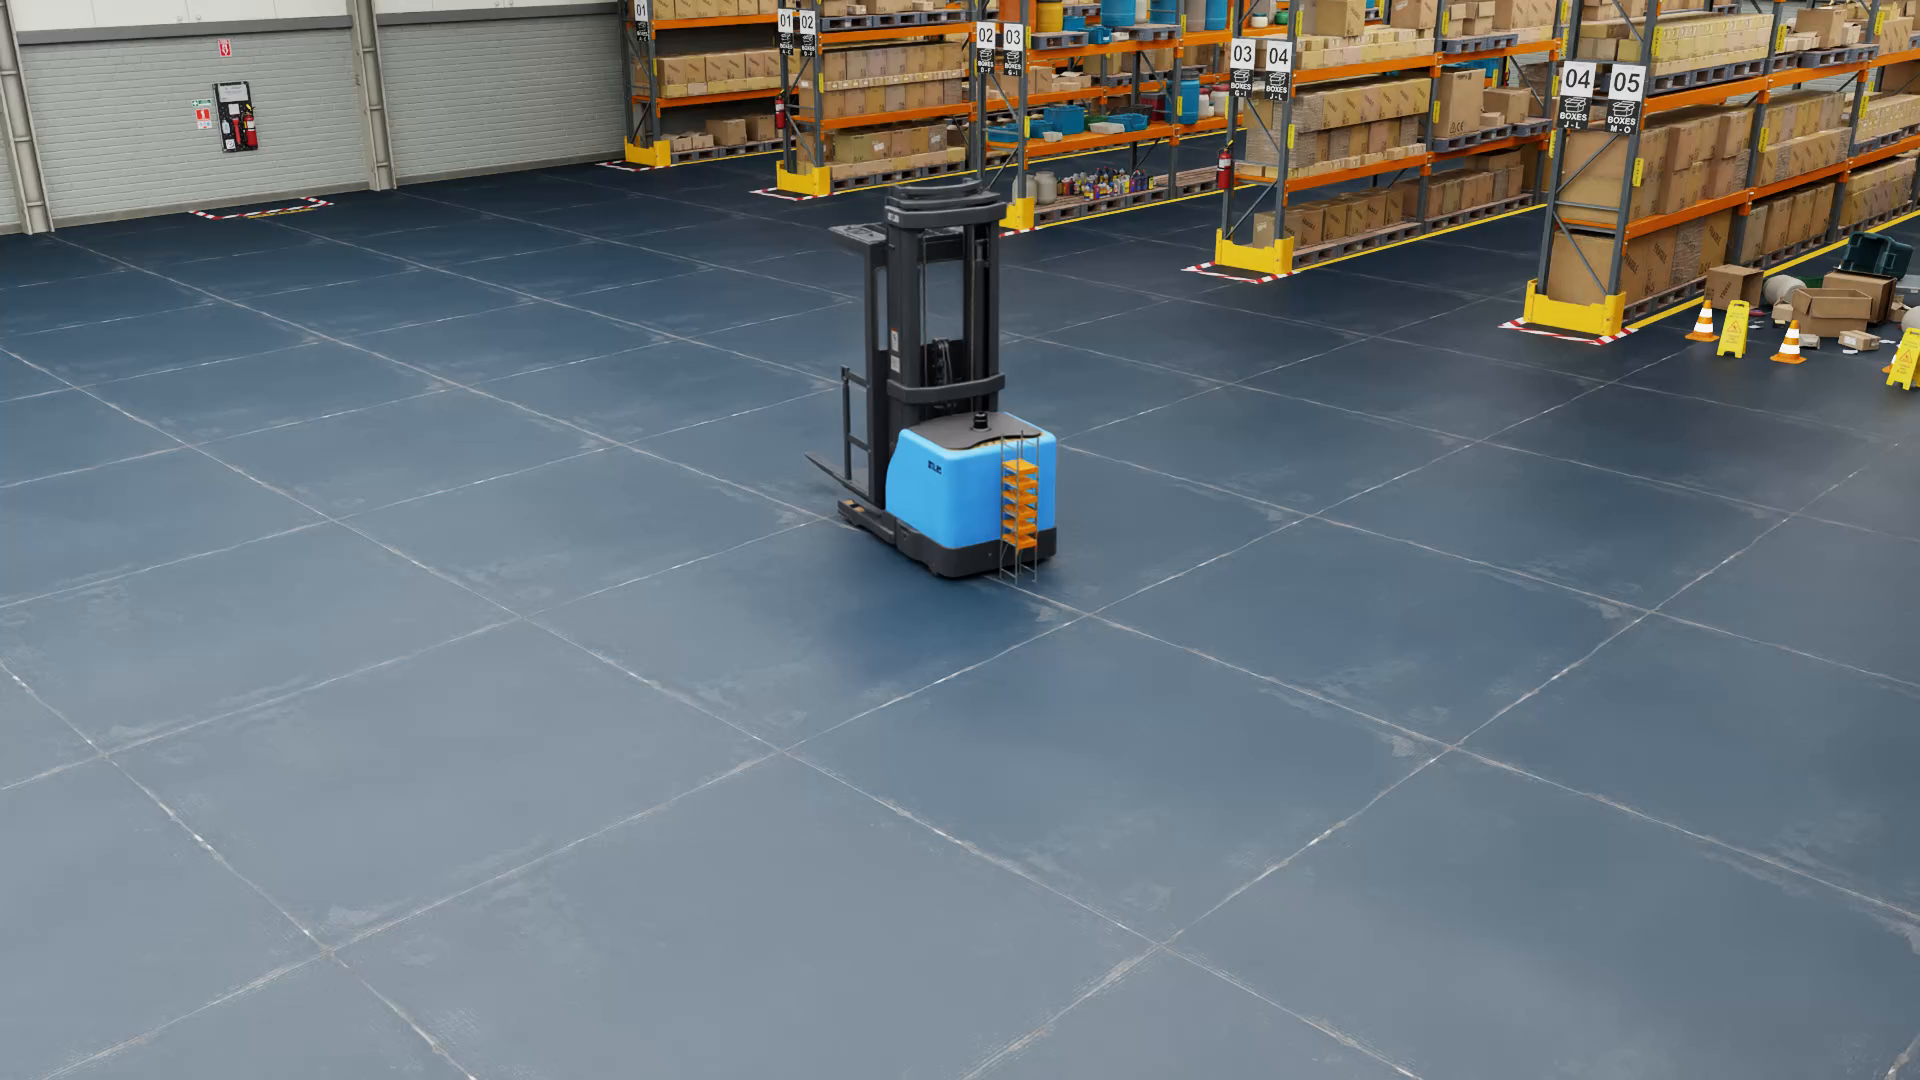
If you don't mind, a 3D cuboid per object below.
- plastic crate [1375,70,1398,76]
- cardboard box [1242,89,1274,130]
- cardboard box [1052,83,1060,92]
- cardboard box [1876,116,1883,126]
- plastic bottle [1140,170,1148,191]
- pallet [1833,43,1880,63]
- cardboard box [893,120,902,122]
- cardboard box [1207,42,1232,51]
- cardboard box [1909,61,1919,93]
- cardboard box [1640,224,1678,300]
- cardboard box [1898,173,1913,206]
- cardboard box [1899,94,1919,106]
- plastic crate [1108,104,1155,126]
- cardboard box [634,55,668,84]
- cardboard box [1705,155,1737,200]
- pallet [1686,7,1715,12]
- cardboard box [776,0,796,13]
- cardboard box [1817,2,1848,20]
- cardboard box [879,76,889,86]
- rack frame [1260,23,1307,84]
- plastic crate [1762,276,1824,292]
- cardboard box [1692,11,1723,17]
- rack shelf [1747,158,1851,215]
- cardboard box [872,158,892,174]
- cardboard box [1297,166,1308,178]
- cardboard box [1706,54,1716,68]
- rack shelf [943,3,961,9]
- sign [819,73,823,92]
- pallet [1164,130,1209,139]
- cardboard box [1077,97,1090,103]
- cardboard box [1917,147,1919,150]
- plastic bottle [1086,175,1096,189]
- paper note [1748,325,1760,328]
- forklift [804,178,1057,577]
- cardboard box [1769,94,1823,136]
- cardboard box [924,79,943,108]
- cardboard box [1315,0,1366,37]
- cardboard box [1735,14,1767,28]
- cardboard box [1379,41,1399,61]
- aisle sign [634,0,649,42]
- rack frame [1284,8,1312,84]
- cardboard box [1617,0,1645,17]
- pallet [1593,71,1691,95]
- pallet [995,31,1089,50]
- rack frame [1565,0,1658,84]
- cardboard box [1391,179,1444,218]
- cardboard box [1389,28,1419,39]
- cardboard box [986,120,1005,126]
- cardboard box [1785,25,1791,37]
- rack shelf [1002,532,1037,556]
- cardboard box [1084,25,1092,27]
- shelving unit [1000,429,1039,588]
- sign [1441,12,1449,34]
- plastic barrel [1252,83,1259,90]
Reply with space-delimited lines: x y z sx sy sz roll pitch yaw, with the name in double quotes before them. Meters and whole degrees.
"plastic crate" 9.130 -9.914 35.487 0.392 0.384 0.575 19 28 41
"cardboard box" 4.433 -6.219 23.988 0.500 0.500 0.500 19 28 41
"cardboard box" 1.863 -9.441 34.669 0.250 0.149 0.380 -18 27 -38
"cardboard box" 14.493 -6.713 26.571 0.380 0.149 0.250 19 28 41
"plastic bottle" 3.225 -6.363 29.389 0.144 0.351 0.185 18 28 39
"pallet" 12.879 -7.286 24.794 1.003 0.211 1.213 -19 28 -40
"cardboard box" -1.747 -9.876 38.322 0.700 0.500 0.500 19 28 41
"cardboard box" 6.033 -11.493 38.123 0.500 0.500 0.500 -19 28 -41
"cardboard box" 16.570 -7.888 28.331 0.500 0.500 0.500 -19 28 -41
"cardboard box" 8.748 -3.718 21.805 0.875 0.875 0.875 19 28 40
"cardboard box" 15.745 -5.957 28.153 0.500 0.500 0.500 19 28 40
"cardboard box" 15.941 -7.385 27.906 0.250 0.149 0.380 -19 28 -40
"plastic crate" 3.012 -7.500 29.355 0.767 0.338 0.504 19 28 41
"cardboard box" -6.244 -9.547 33.729 0.500 0.500 0.500 19 28 40
"cardboard box" 9.884 -4.950 22.424 0.875 0.550 0.550 19 28 41
"pallet" 14.027 -10.327 32.566 1.003 0.211 1.213 19 28 41
"cardboard box" -3.807 -11.375 35.002 0.500 0.500 0.500 -19 28 -41
"cardboard box" 13.387 -8.126 25.510 0.396 0.266 0.258 19 28 41
"cardboard box" -1.544 -8.572 31.014 0.380 0.149 0.250 19 28 40
"rack frame" 6.259 -8.660 32.286 1.000 3.000 0.127 19 28 41
"plastic crate" 11.318 -3.466 22.613 0.662 0.188 0.450 -6 12 -15
"cardboard box" 10.003 -7.014 22.337 0.380 0.149 0.250 20 28 41
"rack shelf" 11.895 -5.303 24.555 1.077 0.370 4.000 19 28 41
"cardboard box" -1.640 -7.097 31.466 0.500 0.250 0.500 19 28 41
"cardboard box" 4.784 -5.320 23.946 0.380 0.149 0.250 19 28 41
"cardboard box" 9.236 -6.020 20.862 0.380 0.149 0.250 20 28 41
"rack shelf" 0.556 -12.718 39.665 1.077 0.370 4.000 19 28 41
"sign" -2.475 -8.145 29.629 0.100 0.325 0.005 19 28 41
"pallet" 4.962 -9.408 38.121 1.003 0.211 1.213 19 28 41
"cardboard box" 2.899 -11.492 42.552 0.700 0.500 0.500 19 28 40
"cardboard box" 18.262 -7.303 31.314 0.380 0.149 0.250 18 27 38
"plastic bottle" 2.303 -6.274 29.261 0.152 0.276 0.135 19 28 41
"paper note" 9.991 -2.677 20.861 0.142 0.017 0.144 -10 23 -24
"forklift" -0.398 -1.560 13.910 1.130 2.935 3.031 -12 24 -28
"cardboard box" 12.262 -6.290 24.589 0.700 0.500 0.500 19 28 40
"cardboard box" -0.747 -8.666 32.163 0.700 0.500 0.500 19 28 40
"cardboard box" 5.456 -7.497 23.828 0.500 0.500 0.500 19 28 40
"cardboard box" 10.297 -6.784 21.738 0.380 0.149 0.250 19 28 40
"cardboard box" 6.162 -7.276 24.713 0.500 0.250 0.500 19 28 40
"aisle sign" -6.256 -10.203 32.677 0.394 0.787 0.004 19 28 41
"rack frame" 8.293 -11.957 40.864 1.000 3.000 0.127 19 28 41
"cardboard box" 12.200 -9.940 30.710 0.500 0.500 0.700 -19 28 -41
"pallet" 8.220 -5.648 20.394 1.003 0.211 1.213 19 28 41
"pallet" 1.325 -8.104 26.921 1.003 0.211 1.213 19 28 41
"rack frame" 7.710 -6.897 19.337 1.000 3.000 0.127 19 28 41
"cardboard box" 7.461 -5.583 27.152 0.700 0.500 0.500 17 27 37
"cardboard box" 6.745 -7.706 25.278 0.380 0.149 0.250 20 28 41
"cardboard box" 0.707 -8.485 34.298 0.500 0.311 0.500 19 28 40
"cardboard box" 11.565 -7.231 23.788 0.500 0.311 0.500 18 27 39
"rack shelf" 0.457 0.023 12.996 0.180 0.103 0.258 -12 24 -29
"cardboard box" 3.355 -12.819 42.688 0.980 0.700 0.700 18 27 38
"shelving unit" 0.457 -0.242 12.894 0.189 1.200 0.258 -12 24 -29
"sign" 7.411 -7.900 25.406 0.100 0.325 0.005 19 28 41
"plastic barrel" 5.400 -8.286 31.157 0.421 0.512 0.421 0 21 0
